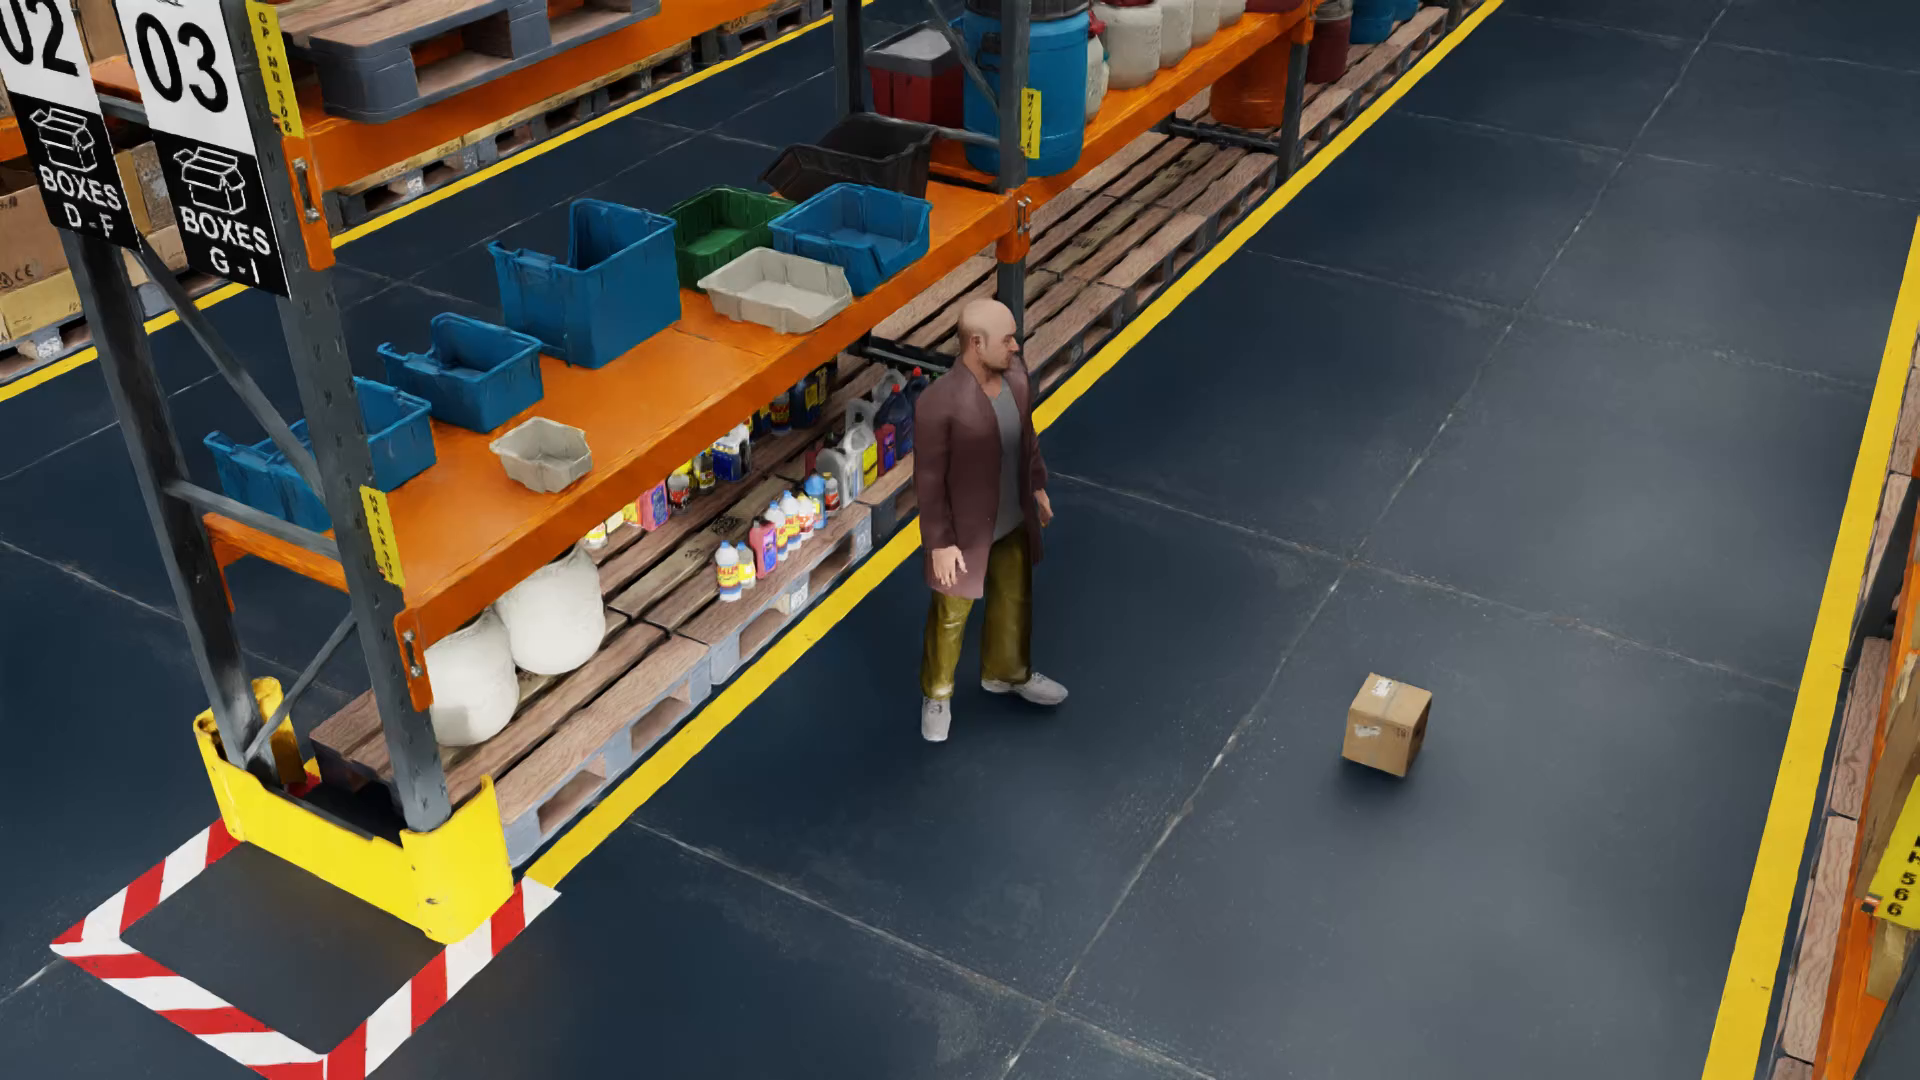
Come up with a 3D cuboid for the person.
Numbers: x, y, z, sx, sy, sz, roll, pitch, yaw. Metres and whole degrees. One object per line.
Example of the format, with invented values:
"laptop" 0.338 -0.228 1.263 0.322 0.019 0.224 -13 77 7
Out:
"person" 0.099 -0.077 6.219 0.660 1.783 0.466 -27 42 -34
